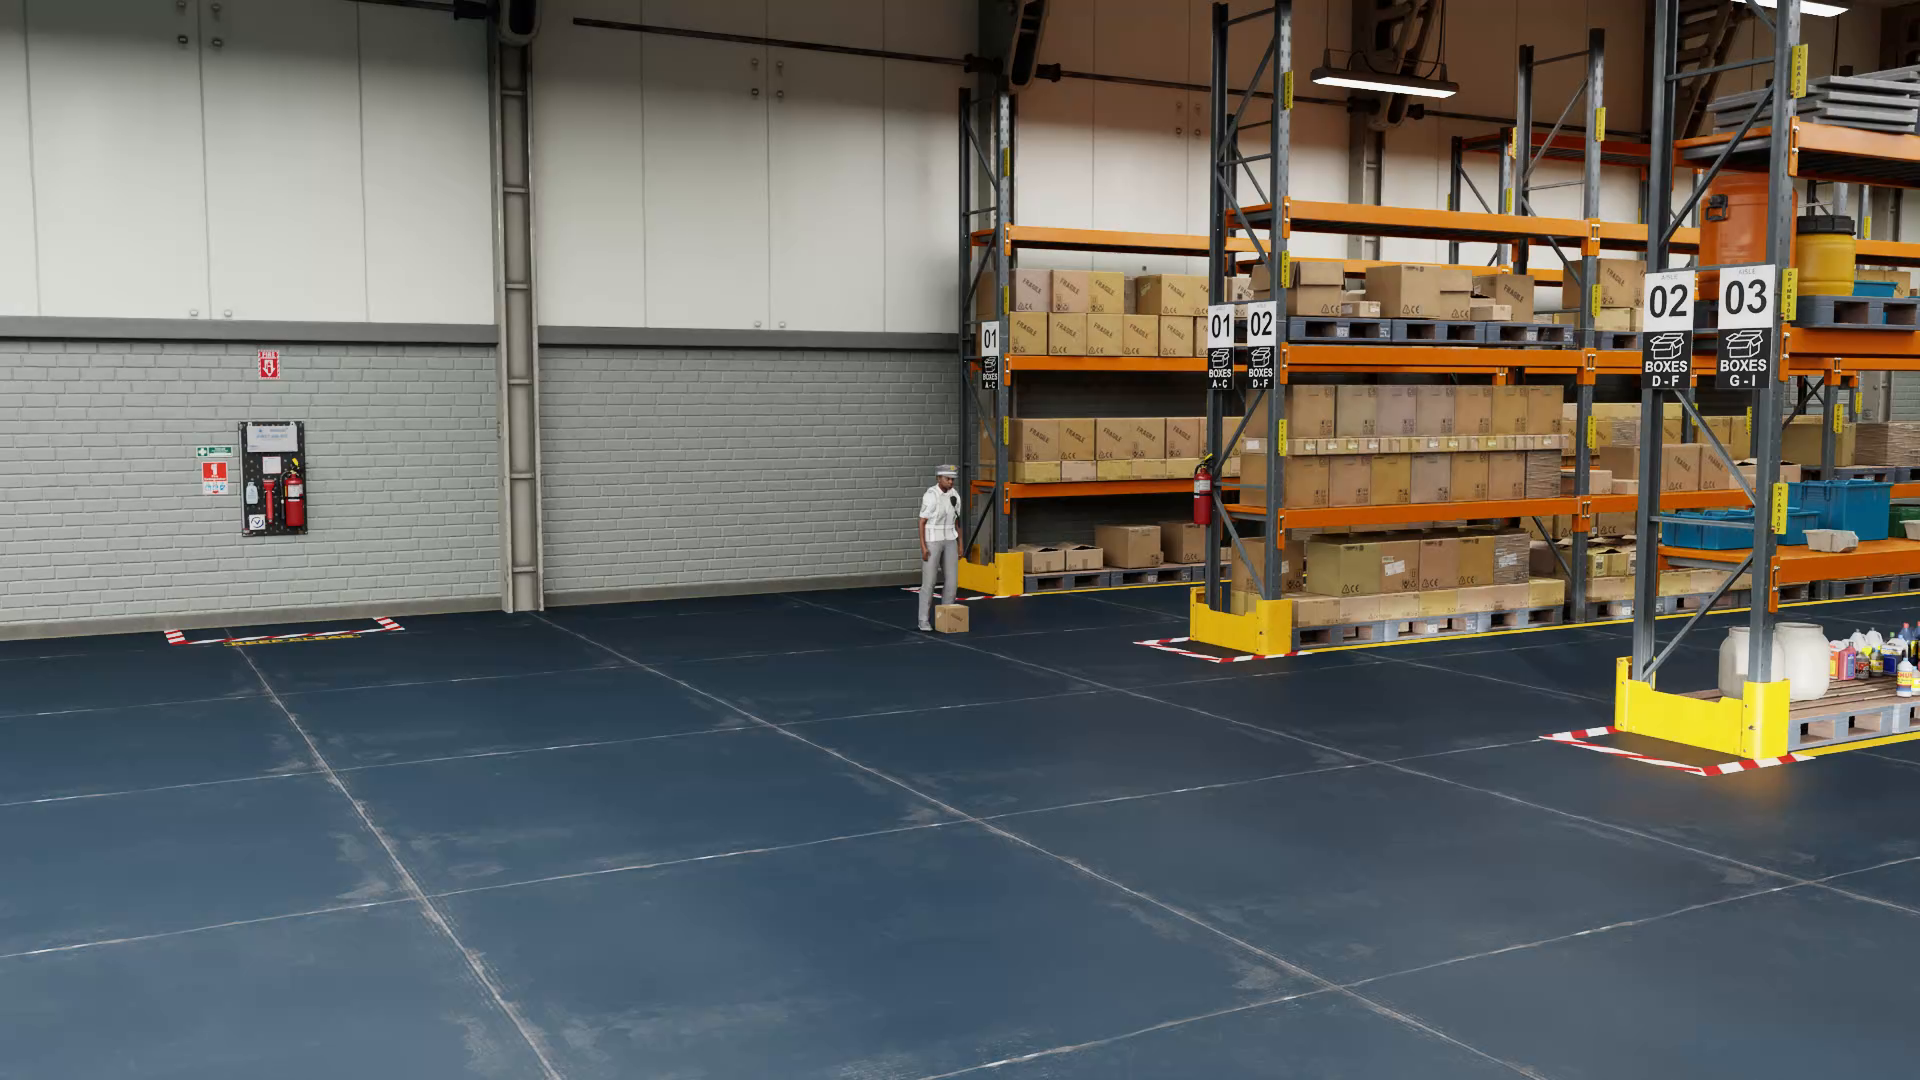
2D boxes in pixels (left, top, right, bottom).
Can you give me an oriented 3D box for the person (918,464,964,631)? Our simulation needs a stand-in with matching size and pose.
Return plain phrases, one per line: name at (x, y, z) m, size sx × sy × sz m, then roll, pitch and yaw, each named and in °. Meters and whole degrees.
person at (-0.200, 0.064, 16.767) m, size 0.532 × 1.664 × 0.391 m, roll -3°, pitch 6°, yaw -32°
